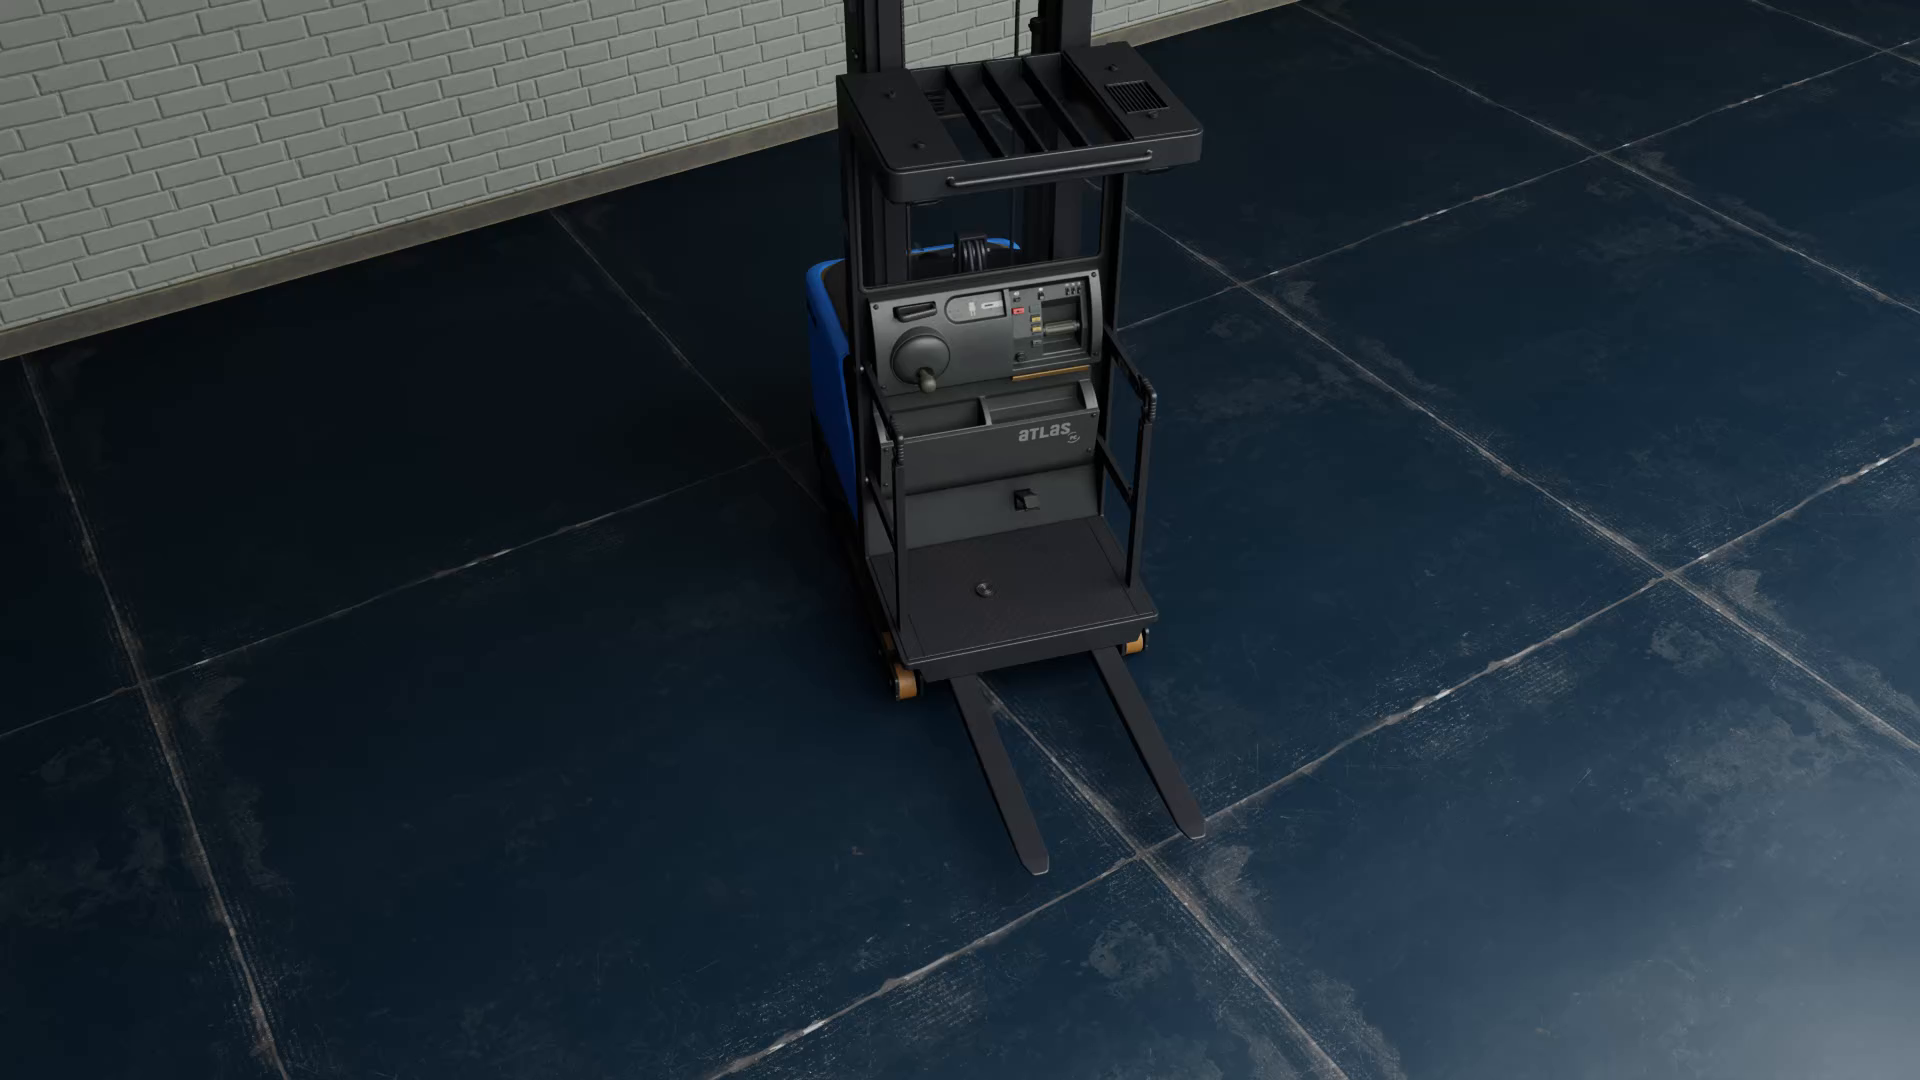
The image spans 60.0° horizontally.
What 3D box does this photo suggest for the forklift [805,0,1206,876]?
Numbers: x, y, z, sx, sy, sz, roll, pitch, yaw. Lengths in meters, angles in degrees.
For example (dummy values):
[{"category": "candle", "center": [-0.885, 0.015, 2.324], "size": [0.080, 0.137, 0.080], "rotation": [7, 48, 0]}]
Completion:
[{"category": "forklift", "center": [0.169, -0.743, 6.352], "size": [1.130, 2.935, 3.031], "rotation": [-10, 41, -12]}]
